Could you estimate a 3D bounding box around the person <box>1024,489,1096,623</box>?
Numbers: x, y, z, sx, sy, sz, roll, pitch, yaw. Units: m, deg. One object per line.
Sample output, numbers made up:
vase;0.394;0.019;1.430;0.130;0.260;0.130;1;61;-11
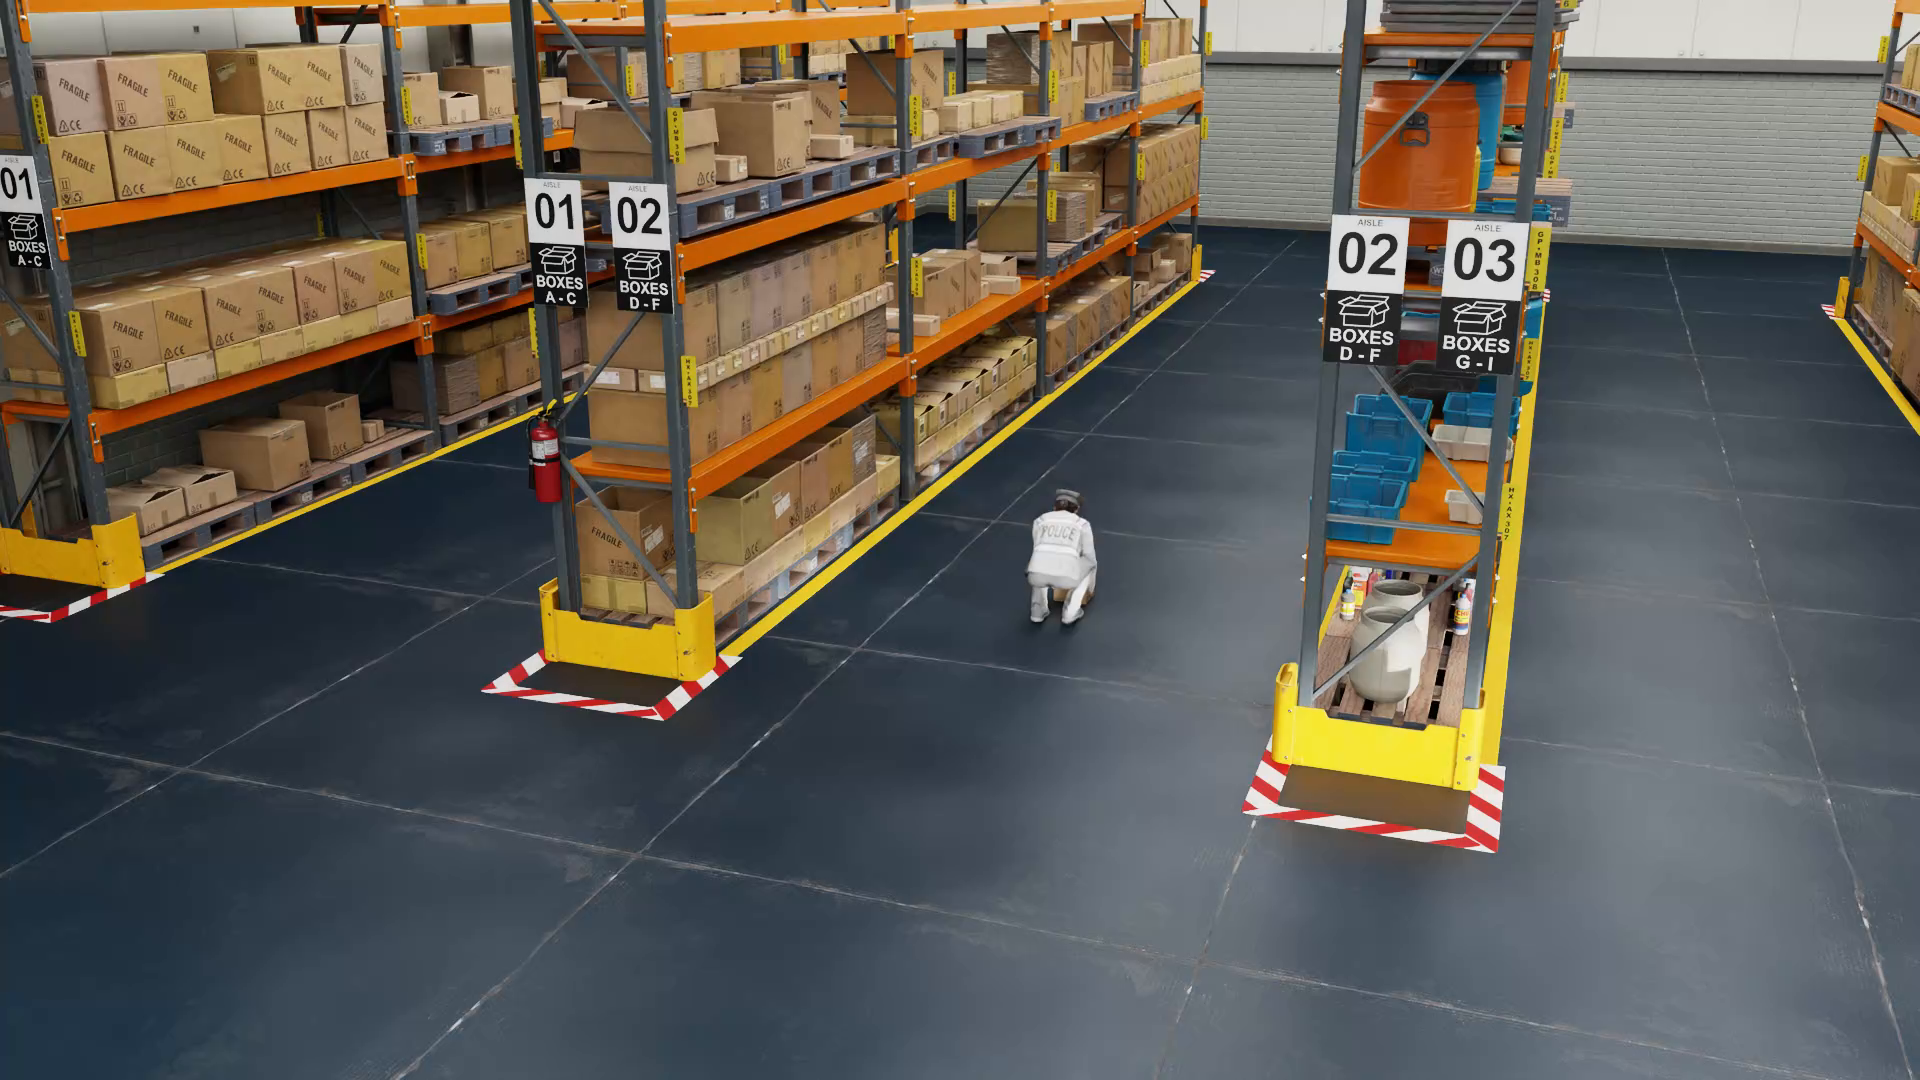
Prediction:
person;0.728;0.122;11.974;0.471;0.857;0.858;6;20;18
